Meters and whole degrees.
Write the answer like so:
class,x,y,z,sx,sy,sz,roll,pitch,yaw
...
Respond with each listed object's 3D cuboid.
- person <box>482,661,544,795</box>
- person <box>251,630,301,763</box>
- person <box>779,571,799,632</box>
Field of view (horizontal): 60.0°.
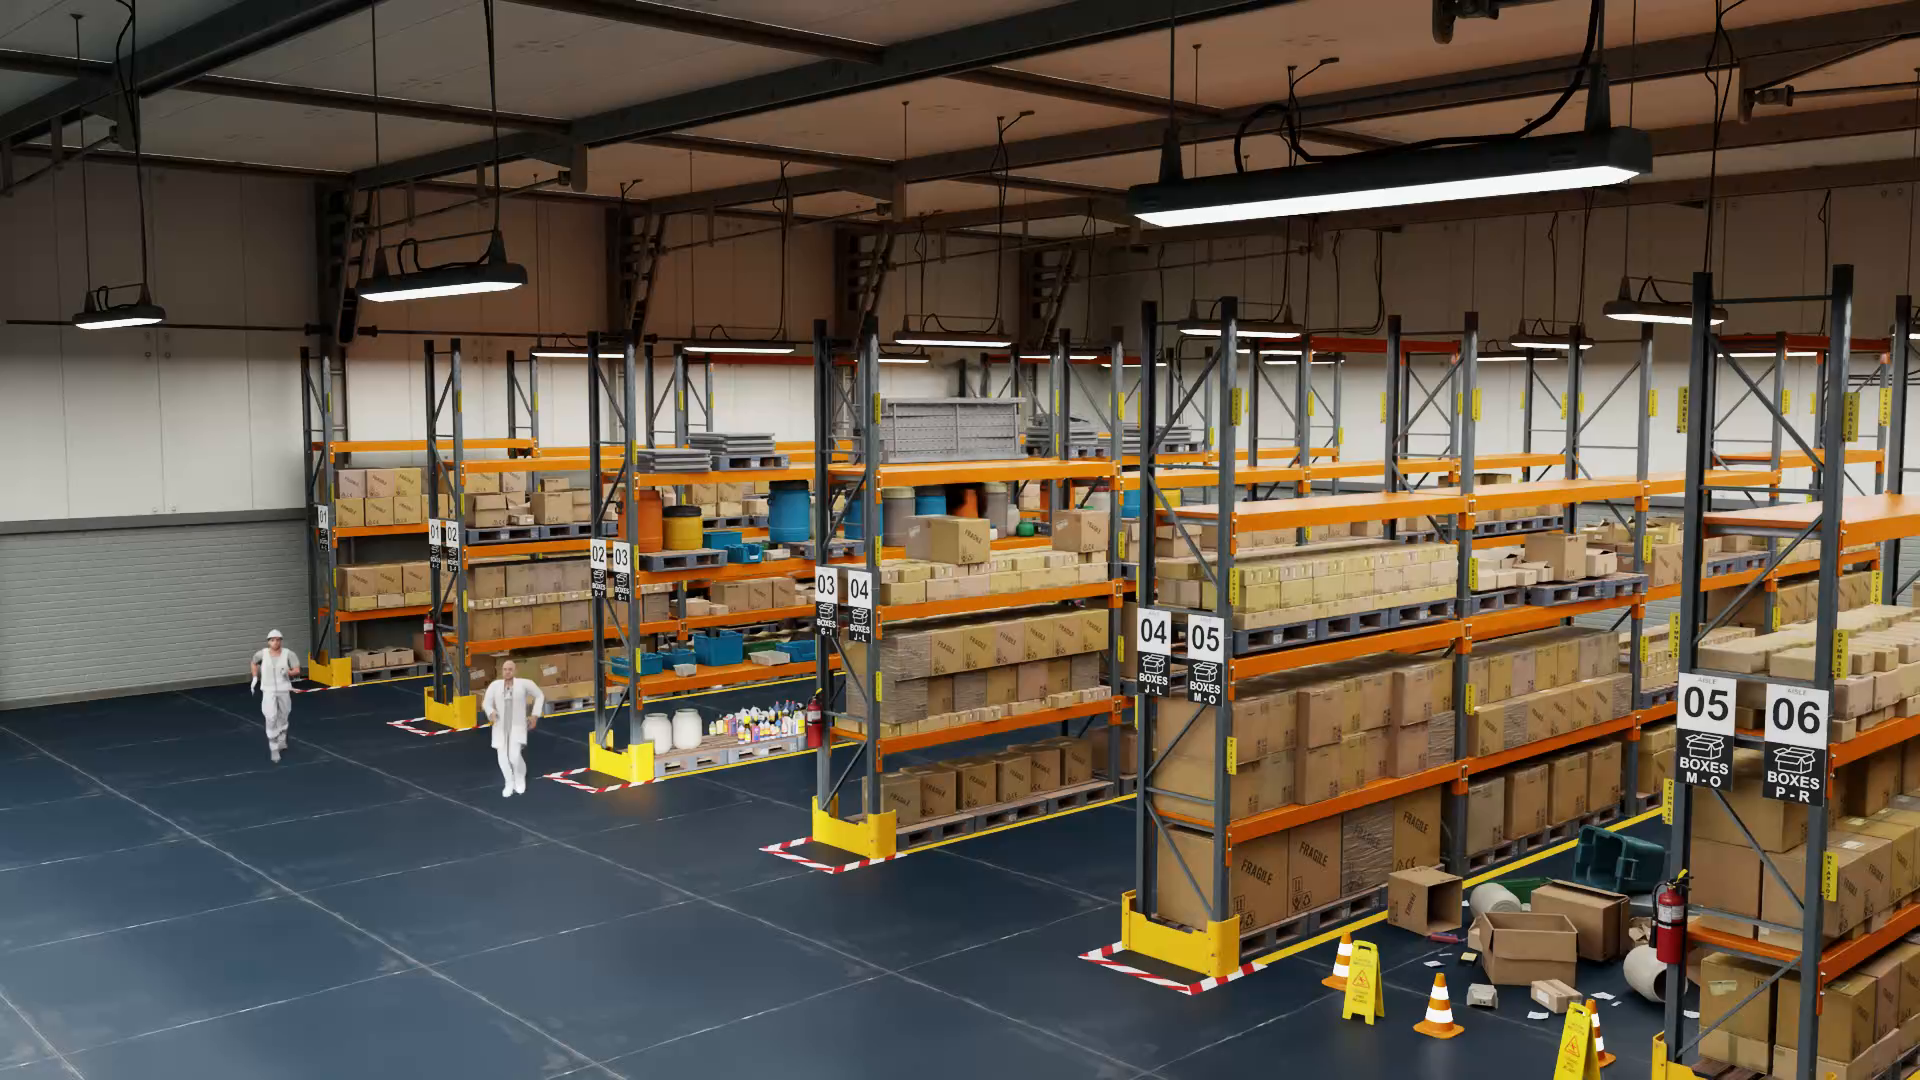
class,x,y,z,sx,sy,sz,roll,pitch,yaw
person,-5.751,2.420,21.320,0.745,1.753,0.685,0,5,-2
person,-9.721,2.178,23.646,0.649,1.835,0.895,-2,6,-25
person,-3.330,1.456,32.762,0.585,1.682,0.658,-4,6,-37
